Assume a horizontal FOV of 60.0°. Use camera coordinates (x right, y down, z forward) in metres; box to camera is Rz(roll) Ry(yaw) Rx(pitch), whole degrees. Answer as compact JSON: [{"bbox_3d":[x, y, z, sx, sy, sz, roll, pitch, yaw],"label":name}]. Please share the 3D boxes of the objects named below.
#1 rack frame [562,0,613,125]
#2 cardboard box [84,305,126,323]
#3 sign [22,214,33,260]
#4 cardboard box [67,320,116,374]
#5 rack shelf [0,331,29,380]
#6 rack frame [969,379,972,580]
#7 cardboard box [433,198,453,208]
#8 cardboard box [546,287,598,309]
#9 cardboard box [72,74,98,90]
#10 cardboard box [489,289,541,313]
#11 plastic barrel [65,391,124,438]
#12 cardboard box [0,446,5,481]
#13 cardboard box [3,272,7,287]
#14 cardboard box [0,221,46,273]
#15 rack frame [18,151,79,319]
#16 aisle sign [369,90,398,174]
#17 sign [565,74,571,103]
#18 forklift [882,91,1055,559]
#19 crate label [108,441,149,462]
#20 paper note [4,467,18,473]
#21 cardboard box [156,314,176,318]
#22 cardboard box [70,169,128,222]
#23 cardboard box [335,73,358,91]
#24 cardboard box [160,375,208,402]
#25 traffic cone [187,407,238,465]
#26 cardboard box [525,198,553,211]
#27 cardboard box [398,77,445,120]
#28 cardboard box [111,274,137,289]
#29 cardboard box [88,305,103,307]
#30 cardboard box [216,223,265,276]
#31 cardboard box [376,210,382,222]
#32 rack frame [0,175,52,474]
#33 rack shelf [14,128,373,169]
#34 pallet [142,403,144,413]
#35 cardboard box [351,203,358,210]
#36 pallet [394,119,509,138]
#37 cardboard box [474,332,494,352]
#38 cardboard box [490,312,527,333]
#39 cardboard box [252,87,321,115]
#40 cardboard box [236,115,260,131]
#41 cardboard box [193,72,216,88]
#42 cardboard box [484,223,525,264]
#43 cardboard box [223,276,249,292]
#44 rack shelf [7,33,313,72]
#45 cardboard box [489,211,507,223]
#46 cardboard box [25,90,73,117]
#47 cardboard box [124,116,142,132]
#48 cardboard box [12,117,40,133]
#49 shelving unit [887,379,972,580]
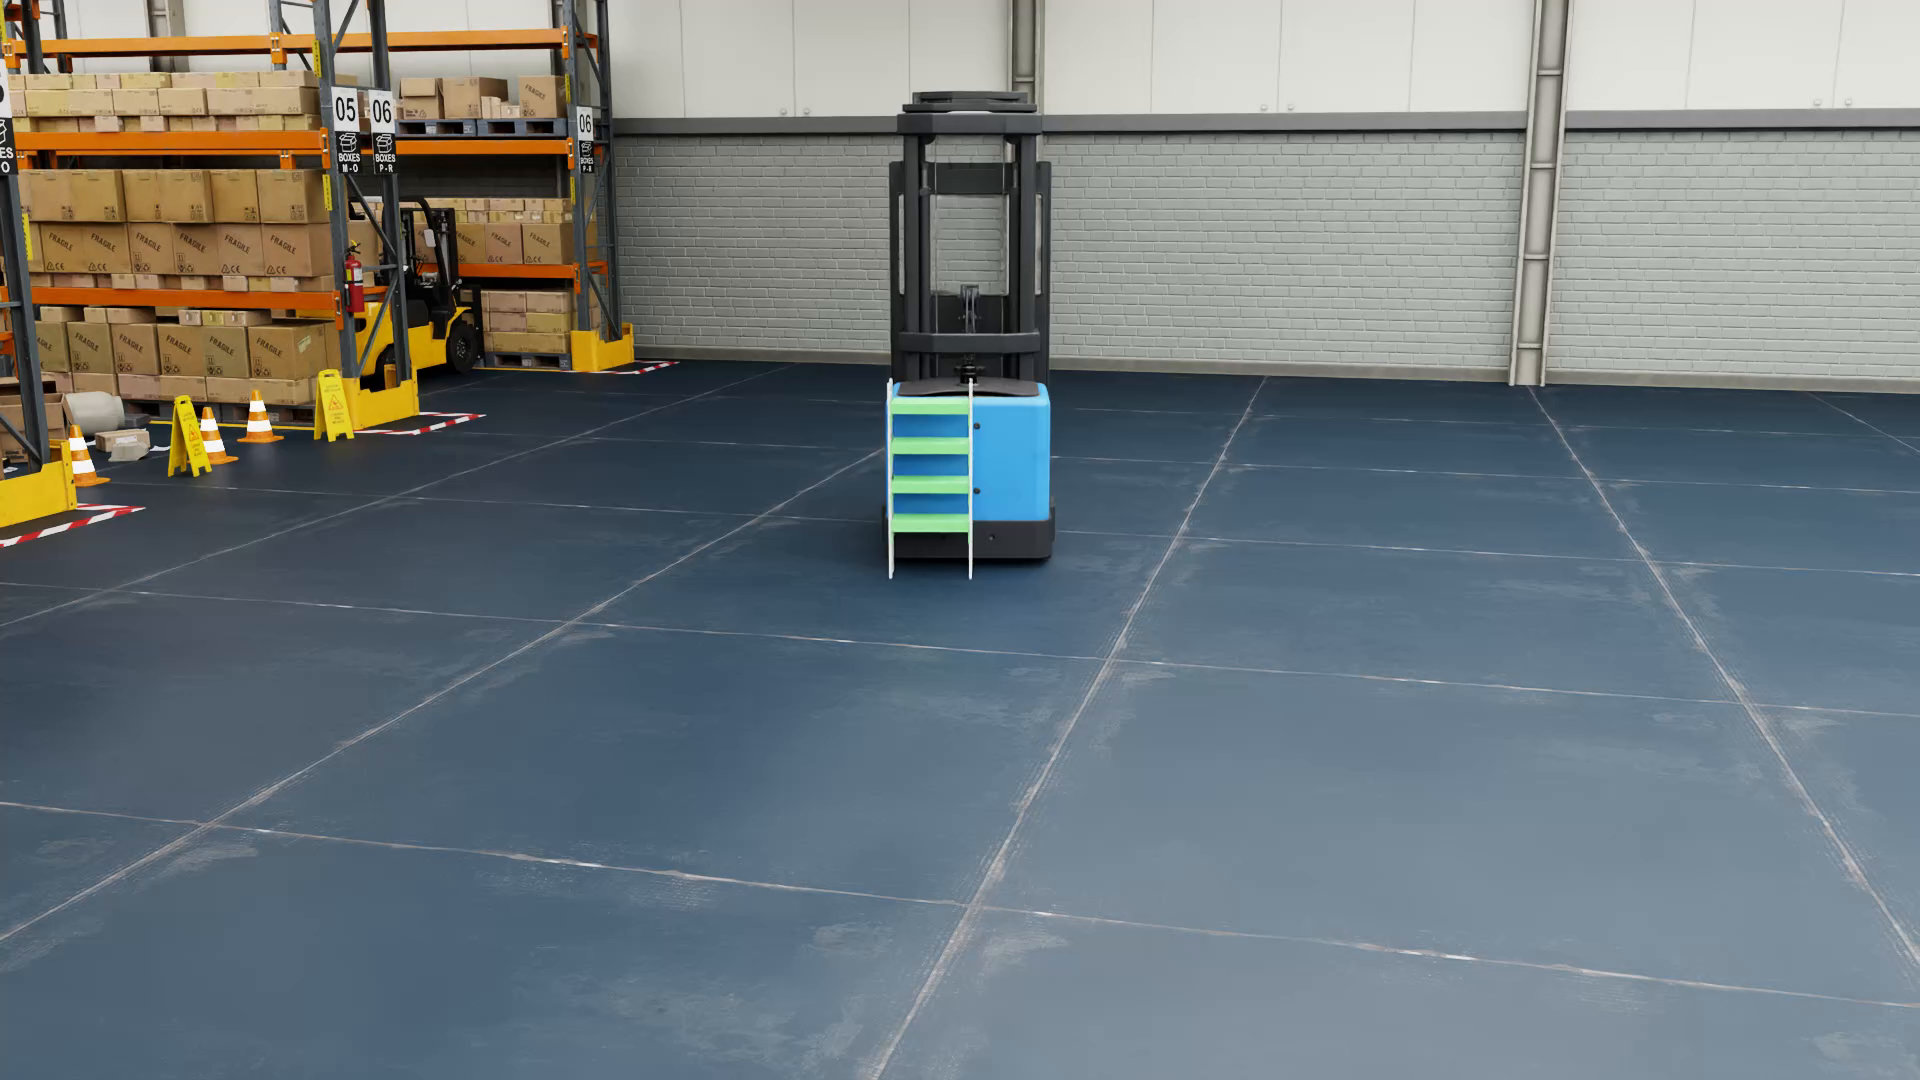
[{"bbox_3d":[-4.570,-6.614,20.269,0.127,3.000,1.000,3,13,14],"label":"rack frame"},{"bbox_3d":[-8.525,-2.261,16.651,0.250,0.149,0.380,4,13,16],"label":"cardboard box"},{"bbox_3d":[-6.705,-2.173,11.920,0.005,0.325,0.100,3,13,14],"label":"sign"},{"bbox_3d":[-8.609,-1.965,16.812,0.500,0.500,0.500,4,13,16],"label":"cardboard box"},{"bbox_3d":[-8.785,-1.348,12.044,4.000,0.370,1.077,3,13,14],"label":"rack shelf"},{"bbox_3d":[0.065,-0.369,10.126,0.015,1.200,0.240,0,13,1],"label":"rack frame"},{"bbox_3d":[-6.459,-4.249,21.043,0.250,0.149,0.380,3,13,14],"label":"cardboard box"},{"bbox_3d":[-4.991,-3.101,21.355,0.500,0.250,0.500,3,13,13],"label":"cardboard box"},{"bbox_3d":[-8.396,-4.450,16.181,0.250,0.149,0.380,3,13,12],"label":"cardboard box"},{"bbox_3d":[-5.589,-3.020,20.989,0.500,0.250,0.500,3,13,15],"label":"cardboard box"},{"bbox_3d":[-8.124,-1.172,15.541,0.512,0.421,0.421,-9,15,-35],"label":"plastic barrel"},{"bbox_3d":[-7.518,-0.784,11.779,0.875,0.875,0.875,3,13,14],"label":"cardboard box"},{"bbox_3d":[-9.410,-2.642,16.798,0.250,0.149,0.380,3,13,13],"label":"cardboard box"},{"bbox_3d":[-9.279,-2.961,16.739,0.500,0.500,0.500,3,13,13],"label":"cardboard box"},{"bbox_3d":[-12.337,-4.100,22.790,0.127,3.000,1.000,3,13,14],"label":"rack frame"},{"bbox_3d":[-5.621,-3.972,16.211,0.004,0.787,0.394,3,13,14],"label":"aisle sign"},{"bbox_3d":[-4.714,-5.430,19.996,0.005,0.325,0.100,3,13,14],"label":"sign"},{"bbox_3d":[0.073,-1.574,11.563,1.130,2.935,3.031,0,13,1],"label":"forklift"},{"bbox_3d":[-7.196,-0.771,14.395,0.298,0.136,0.250,-4,13,-16],"label":"crate label"},{"bbox_3d":[-7.919,-0.581,13.786,0.142,0.017,0.144,8,15,33],"label":"paper note"},{"bbox_3d":[-8.506,-2.077,17.319,0.500,0.500,0.500,3,13,15],"label":"cardboard box"},{"bbox_3d":[-8.292,-3.400,16.406,0.500,0.500,0.700,3,13,12],"label":"cardboard box"},{"bbox_3d":[-6.052,-4.434,16.106,0.250,0.149,0.380,3,13,13],"label":"cardboard box"},{"bbox_3d":[-7.615,-1.544,16.646,0.500,0.250,0.500,3,13,12],"label":"cardboard box"},{"bbox_3d":[-6.418,-0.903,14.234,0.334,0.463,0.336,3,13,14],"label":"traffic cone"},{"bbox_3d":[-5.215,-4.177,20.718,0.250,0.149,0.380,3,13,14],"label":"cardboard box"},{"bbox_3d":[-6.588,-5.538,20.906,0.637,0.503,0.797,3,13,15],"label":"cardboard box"},{"bbox_3d":[-8.171,-2.574,16.490,0.250,0.149,0.380,3,13,14],"label":"cardboard box"},{"bbox_3d":[-11.735,-3.111,22.843,0.625,0.625,0.875,3,13,15],"label":"cardboard box"},{"bbox_3d":[-6.834,-2.832,16.158,0.500,0.500,0.500,3,13,14],"label":"cardboard box"},{"bbox_3d":[-7.220,-4.123,21.165,0.250,0.149,0.380,3,13,13],"label":"cardboard box"},{"bbox_3d":[-6.844,-1.595,11.498,0.127,3.000,1.000,3,13,14],"label":"rack frame"},{"bbox_3d":[-7.697,-3.858,16.434,4.000,0.370,1.077,3,13,14],"label":"rack shelf"},{"bbox_3d":[-8.979,-1.460,17.327,1.213,0.211,1.003,3,13,14],"label":"pallet"},{"bbox_3d":[-7.690,-4.319,21.359,0.250,0.149,0.380,3,13,12],"label":"cardboard box"},{"bbox_3d":[-6.439,-5.211,21.077,1.213,0.211,1.003,3,13,14],"label":"pallet"},{"bbox_3d":[-6.066,-2.562,21.233,0.500,0.250,0.500,3,13,14],"label":"cardboard box"},{"bbox_3d":[-5.602,-2.780,21.062,0.500,0.250,0.500,3,13,13],"label":"cardboard box"},{"bbox_3d":[-6.317,-4.148,15.737,0.500,0.250,0.500,3,13,13],"label":"cardboard box"},{"bbox_3d":[-6.669,-3.970,15.856,0.250,0.149,0.380,3,13,15],"label":"cardboard box"},{"bbox_3d":[-7.118,-4.397,15.940,0.250,0.149,0.380,3,13,14],"label":"cardboard box"},{"bbox_3d":[-5.612,-3.733,20.904,0.500,0.500,0.500,3,13,15],"label":"cardboard box"},{"bbox_3d":[-6.944,-2.508,16.191,0.250,0.149,0.380,3,13,15],"label":"cardboard box"},{"bbox_3d":[-10.395,-6.379,21.794,4.000,0.370,1.077,3,13,14],"label":"rack shelf"},{"bbox_3d":[-5.704,-4.058,20.872,0.250,0.149,0.380,3,13,13],"label":"cardboard box"},{"bbox_3d":[-8.775,-4.280,16.334,0.500,0.250,0.500,3,13,13],"label":"cardboard box"},{"bbox_3d":[-7.896,-4.042,16.184,0.250,0.149,0.380,3,13,14],"label":"cardboard box"},{"bbox_3d":[-9.155,-4.097,16.429,0.250,0.149,0.380,3,13,14],"label":"cardboard box"},{"bbox_3d":[-0.179,-0.370,10.131,0.503,1.200,0.258,0,13,1],"label":"shelving unit"}]
